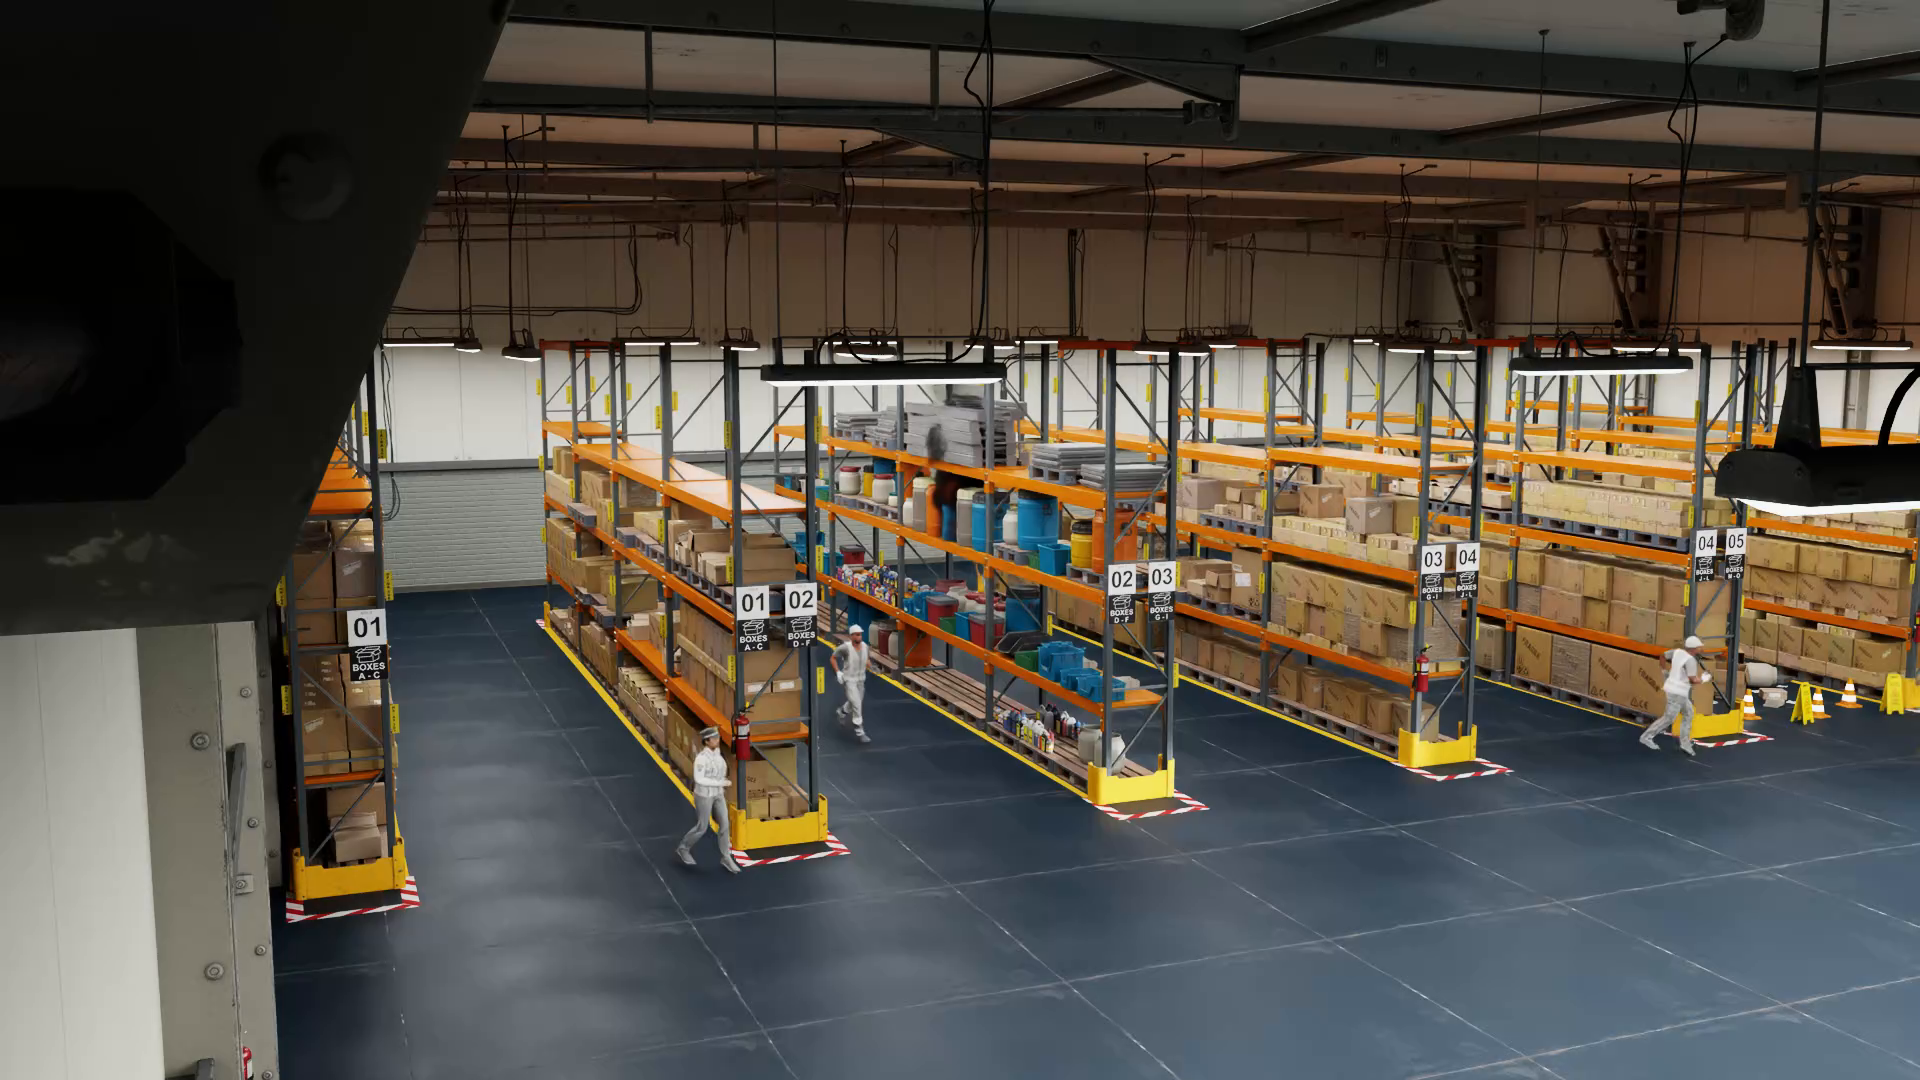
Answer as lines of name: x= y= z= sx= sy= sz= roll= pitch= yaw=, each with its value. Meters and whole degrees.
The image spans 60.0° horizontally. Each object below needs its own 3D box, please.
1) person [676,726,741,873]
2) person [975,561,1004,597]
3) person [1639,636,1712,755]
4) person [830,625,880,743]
person: x=-2.929 y=2.998 z=19.312 sx=0.797 sy=1.739 sz=0.626 roll=3 pitch=8 yaw=25
person: x=0.614 y=0.929 z=35.317 sx=0.559 sy=1.629 sz=0.895 roll=-3 pitch=8 yaw=-24
person: x=10.534 y=2.314 z=24.496 sx=0.953 sy=1.822 sz=0.706 roll=1 pitch=8 yaw=8
person: x=-1.670 y=2.155 z=25.443 sx=0.631 sy=1.779 sz=0.954 roll=-6 pitch=10 yaw=-41
